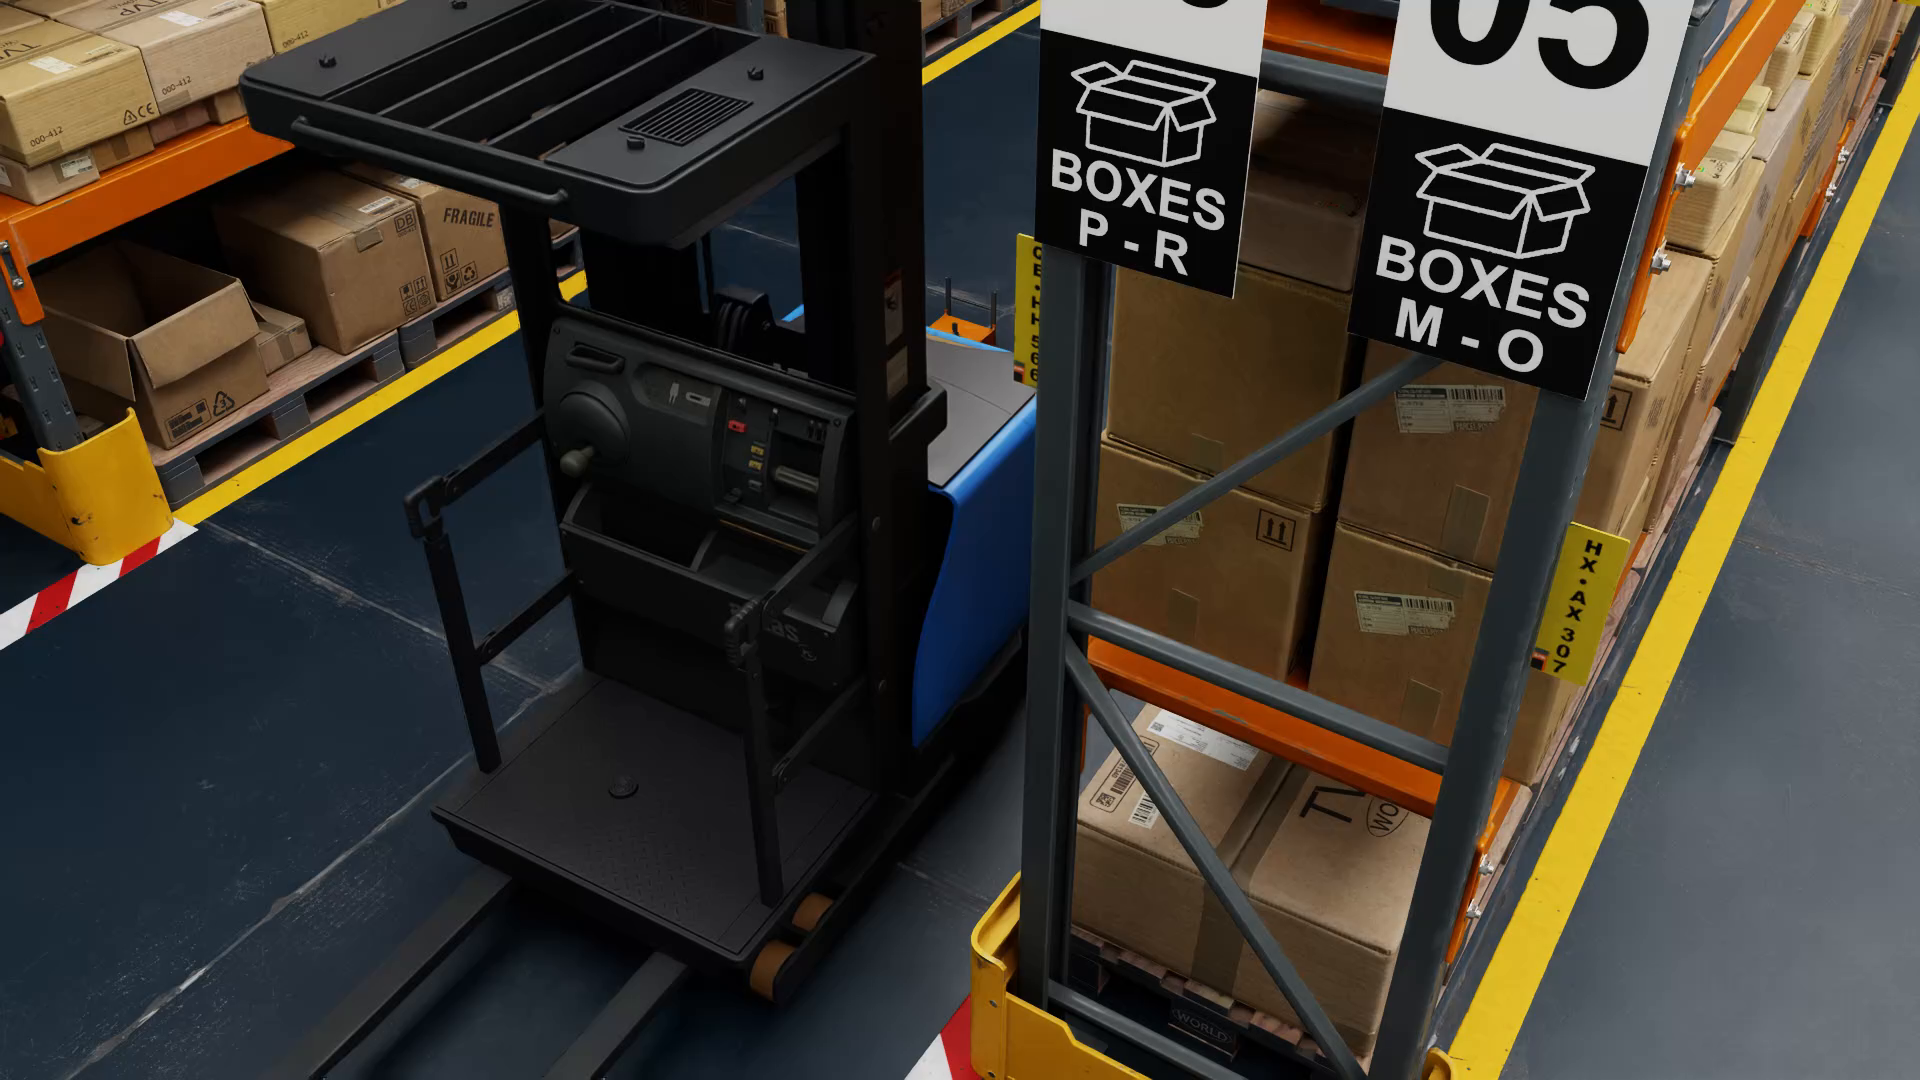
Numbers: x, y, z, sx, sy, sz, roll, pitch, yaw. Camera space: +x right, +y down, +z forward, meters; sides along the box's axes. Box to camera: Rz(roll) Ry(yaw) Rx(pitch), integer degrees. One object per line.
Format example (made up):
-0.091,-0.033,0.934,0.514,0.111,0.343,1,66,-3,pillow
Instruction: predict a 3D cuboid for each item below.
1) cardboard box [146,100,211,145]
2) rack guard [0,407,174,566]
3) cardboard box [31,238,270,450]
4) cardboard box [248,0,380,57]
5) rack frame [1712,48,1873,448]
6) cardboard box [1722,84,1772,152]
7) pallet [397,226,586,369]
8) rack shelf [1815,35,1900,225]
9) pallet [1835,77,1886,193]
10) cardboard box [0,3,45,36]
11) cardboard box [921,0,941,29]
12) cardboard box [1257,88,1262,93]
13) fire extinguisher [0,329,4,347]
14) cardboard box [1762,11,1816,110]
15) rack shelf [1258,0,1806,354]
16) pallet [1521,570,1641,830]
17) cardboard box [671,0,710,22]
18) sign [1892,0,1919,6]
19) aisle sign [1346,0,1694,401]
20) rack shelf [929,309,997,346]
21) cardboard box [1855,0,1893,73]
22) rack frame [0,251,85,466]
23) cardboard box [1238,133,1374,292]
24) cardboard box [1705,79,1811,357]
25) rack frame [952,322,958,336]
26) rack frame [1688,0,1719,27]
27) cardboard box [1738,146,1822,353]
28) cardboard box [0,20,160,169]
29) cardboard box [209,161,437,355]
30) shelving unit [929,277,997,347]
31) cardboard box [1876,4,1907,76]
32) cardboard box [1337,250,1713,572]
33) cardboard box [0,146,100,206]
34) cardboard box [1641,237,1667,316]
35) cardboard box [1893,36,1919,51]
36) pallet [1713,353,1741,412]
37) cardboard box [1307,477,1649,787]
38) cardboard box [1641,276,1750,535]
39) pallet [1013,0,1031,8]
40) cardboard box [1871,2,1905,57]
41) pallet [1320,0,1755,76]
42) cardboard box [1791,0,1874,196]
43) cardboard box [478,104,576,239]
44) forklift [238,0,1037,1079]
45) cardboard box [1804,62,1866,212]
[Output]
-2.975,-1.591,6.062,0.380,0.149,0.250,21,42,25,cardboard box
-3.551,-0.367,6.316,1.175,0.500,0.348,21,42,25,rack guard
-3.184,-0.779,6.505,0.797,0.503,0.637,19,42,23,cardboard box
-2.583,-2.044,6.324,0.500,0.250,0.500,20,42,24,cardboard box
2.744,-1.758,6.073,1.000,3.000,0.127,21,42,25,rack frame
1.467,-0.877,3.499,0.380,0.149,0.250,20,42,24,cardboard box
-2.470,-1.290,7.750,1.003,0.211,1.213,21,42,25,pallet
3.816,-2.504,7.630,1.077,0.370,4.000,21,42,25,rack shelf
4.401,-2.334,9.104,1.003,0.211,1.213,21,42,25,pallet
-3.570,-1.700,5.877,0.500,0.250,0.500,22,43,26,cardboard box
-0.452,-3.265,9.732,0.500,0.500,0.500,20,42,24,cardboard box
0.807,-0.938,3.578,0.380,0.149,0.250,21,42,25,cardboard box
-3.280,-0.912,5.345,0.296,0.674,0.183,21,42,25,fire extinguisher
1.733,-1.145,3.846,0.380,0.149,0.250,22,43,26,cardboard box
1.673,-1.630,4.040,1.077,0.370,4.000,21,42,25,rack shelf
1.618,0.344,5.630,1.003,0.211,1.213,21,42,25,pallet
-1.436,-2.906,9.266,0.500,0.500,0.500,21,42,25,cardboard box
3.214,-1.951,5.550,0.100,0.325,0.005,21,42,25,sign
0.808,-0.593,2.434,0.394,0.787,0.004,21,42,25,aisle sign
-0.029,-0.605,5.727,0.215,0.259,0.240,21,42,25,rack shelf
2.725,-1.860,5.305,0.500,0.500,0.500,21,42,25,cardboard box
-3.592,-1.317,5.502,1.000,3.000,0.127,21,42,25,rack frame
0.624,-0.639,3.190,0.380,0.149,0.250,22,43,26,cardboard box
1.639,-0.822,3.959,0.500,0.500,0.500,21,42,25,cardboard box
-0.094,-0.325,5.812,0.200,1.050,0.008,21,42,25,rack frame
0.601,-2.072,1.567,1.000,3.000,0.127,21,42,25,rack frame
2.184,-0.944,4.935,0.500,0.500,0.500,21,42,24,cardboard box
-3.121,-1.522,5.646,0.500,0.250,0.500,21,42,25,cardboard box
-2.693,-1.206,7.061,0.700,0.500,0.500,23,43,27,cardboard box
-0.029,-0.388,5.894,0.215,1.050,0.252,21,42,25,shelving unit
3.479,-2.106,6.648,0.500,0.250,0.500,20,42,24,cardboard box
1.099,-0.286,3.263,0.500,0.500,0.500,20,42,24,cardboard box
-3.184,-1.298,5.682,0.380,0.149,0.250,21,42,25,cardboard box
1.025,-0.481,2.985,0.380,0.149,0.250,22,43,26,cardboard box
5.198,-3.234,9.796,0.950,0.372,0.625,18,41,22,cardboard box
3.094,-1.076,7.473,1.003,0.211,1.213,21,42,25,pallet
1.101,0.111,3.567,0.500,0.500,0.500,21,42,25,cardboard box
1.636,-0.415,4.250,0.500,0.500,0.500,21,42,25,cardboard box
0.262,-3.965,11.220,1.003,0.211,1.213,21,42,25,pallet
3.218,-2.031,6.141,0.500,0.250,0.500,20,42,24,cardboard box
0.990,-1.234,3.010,1.003,0.211,1.213,21,42,25,pallet
2.181,-1.335,4.625,0.500,0.500,0.500,22,43,26,cardboard box
-2.137,-1.741,7.755,0.700,0.500,0.500,20,42,23,cardboard box
-0.797,-0.210,4.122,1.130,2.935,3.031,19,42,23,forklift
2.712,-1.475,5.624,0.500,0.500,0.500,22,43,26,cardboard box
